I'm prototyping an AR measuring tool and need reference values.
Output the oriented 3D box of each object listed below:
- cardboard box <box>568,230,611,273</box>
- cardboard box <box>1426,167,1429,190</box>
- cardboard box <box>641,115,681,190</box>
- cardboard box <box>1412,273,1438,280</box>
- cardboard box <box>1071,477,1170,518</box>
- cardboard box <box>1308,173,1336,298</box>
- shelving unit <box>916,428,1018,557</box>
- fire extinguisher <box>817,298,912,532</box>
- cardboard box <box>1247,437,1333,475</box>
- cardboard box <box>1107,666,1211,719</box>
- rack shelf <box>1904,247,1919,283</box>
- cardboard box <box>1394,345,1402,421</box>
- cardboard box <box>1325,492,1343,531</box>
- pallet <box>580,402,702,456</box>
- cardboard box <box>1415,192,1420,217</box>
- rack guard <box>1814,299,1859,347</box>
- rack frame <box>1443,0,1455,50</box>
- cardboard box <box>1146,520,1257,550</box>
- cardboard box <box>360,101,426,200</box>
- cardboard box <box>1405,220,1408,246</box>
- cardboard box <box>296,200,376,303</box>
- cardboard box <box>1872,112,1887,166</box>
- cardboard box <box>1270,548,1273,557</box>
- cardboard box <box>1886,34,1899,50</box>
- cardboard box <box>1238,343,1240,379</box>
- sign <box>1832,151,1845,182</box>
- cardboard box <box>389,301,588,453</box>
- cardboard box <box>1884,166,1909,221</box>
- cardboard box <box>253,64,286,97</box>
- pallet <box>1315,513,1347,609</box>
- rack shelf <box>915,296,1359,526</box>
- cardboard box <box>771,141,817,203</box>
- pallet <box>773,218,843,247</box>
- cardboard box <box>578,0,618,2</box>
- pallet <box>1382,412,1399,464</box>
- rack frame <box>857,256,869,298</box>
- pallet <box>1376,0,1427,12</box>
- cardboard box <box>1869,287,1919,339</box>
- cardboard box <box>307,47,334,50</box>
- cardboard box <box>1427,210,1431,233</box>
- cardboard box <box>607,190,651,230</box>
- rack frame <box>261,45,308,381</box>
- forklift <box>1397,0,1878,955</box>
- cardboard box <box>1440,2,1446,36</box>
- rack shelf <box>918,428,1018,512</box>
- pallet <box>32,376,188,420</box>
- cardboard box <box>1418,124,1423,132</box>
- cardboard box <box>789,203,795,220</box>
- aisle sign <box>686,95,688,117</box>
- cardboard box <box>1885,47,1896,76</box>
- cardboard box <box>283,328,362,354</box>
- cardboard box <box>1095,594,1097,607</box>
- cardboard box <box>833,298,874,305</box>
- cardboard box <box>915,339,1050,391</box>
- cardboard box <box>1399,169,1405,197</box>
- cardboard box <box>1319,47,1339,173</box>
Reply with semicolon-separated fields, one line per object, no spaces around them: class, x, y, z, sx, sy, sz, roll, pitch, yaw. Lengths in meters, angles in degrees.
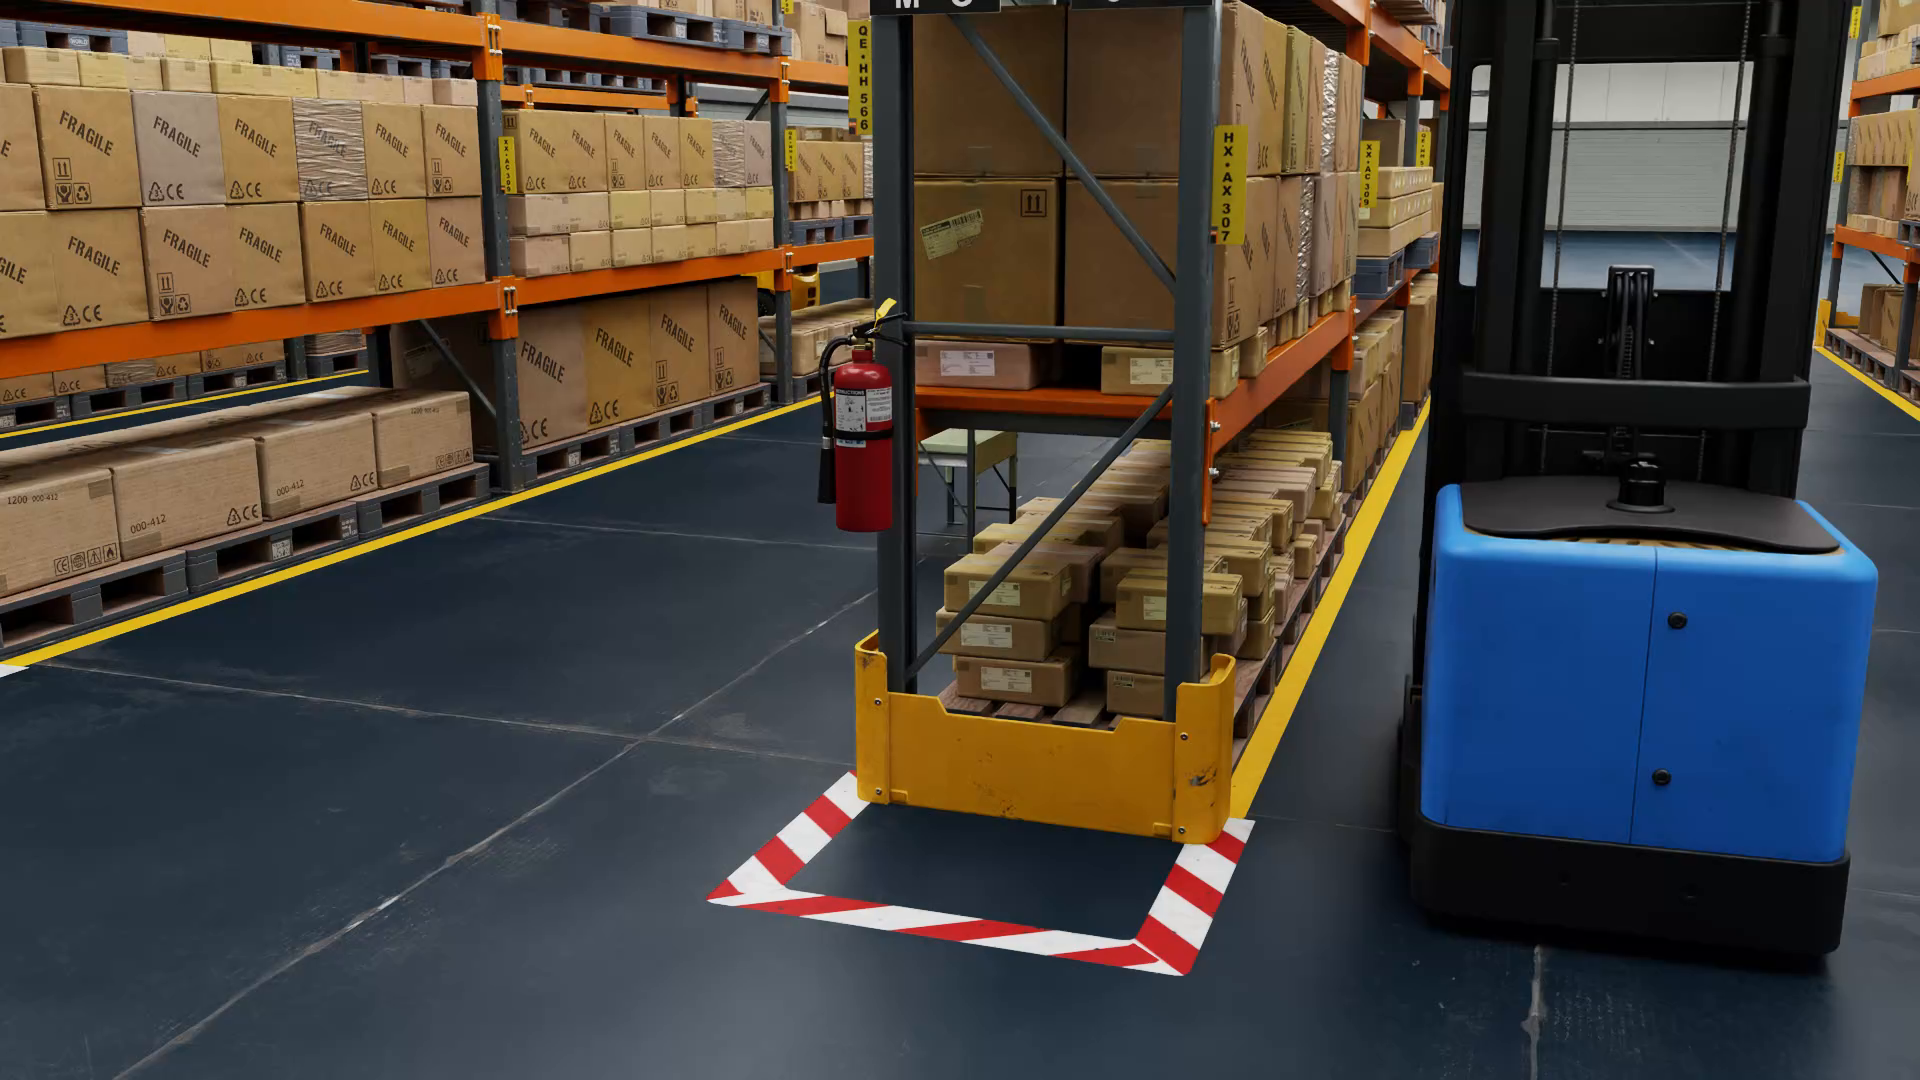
cardboard box;-2.630;-1.894;10.881;0.500;0.250;0.500;4;13;17
cardboard box;2.930;-2.419;11.131;0.380;0.149;0.250;5;14;20
cardboard box;-2.309;-2.716;11.676;0.500;0.500;0.500;4;13;17
cardboard box;4.001;-2.104;15.578;1.050;0.750;0.750;4;14;18
cardboard box;0.691;-0.169;7.114;0.380;0.149;0.250;4;14;19
cardboard box;1.308;-1.307;7.079;0.500;0.500;0.500;4;14;18
shelving unit;0.002;-0.733;8.827;0.431;1.500;0.755;4;14;18
fire extinguisher;-0.284;-0.368;4.869;0.296;0.674;0.183;4;14;18
cardboard box;1.615;-0.404;8.141;0.380;0.149;0.250;5;14;19
cardboard box;0.707;0.491;5.559;0.380;0.149;0.250;5;14;20
rack shelf;8.130;-1.983;12.553;1.077;0.370;4.000;4;14;18
cardboard box;2.857;-1.120;11.827;0.500;0.500;0.500;4;14;18
cardboard box;1.724;-0.157;8.397;0.380;0.149;0.250;5;14;19
pallet;-2.617;-0.850;12.239;1.003;0.211;1.213;4;14;18
cardboard box;2.678;-2.110;10.444;0.380;0.149;0.250;5;14;20
rack guard;10.047;-2.363;18.216;1.175;0.500;0.348;4;14;18
rack frame;4.117;-6.058;15.308;1.000;3.000;0.127;4;14;18
cardboard box;0.905;0.034;6.225;0.380;0.149;0.250;4;13;16
cardboard box;-3.251;-2.095;8.954;0.500;0.500;0.500;4;13;18
cardboard box;2.424;-1.799;9.748;0.380;0.149;0.250;4;13;16
cardboard box;-3.406;-1.501;8.600;0.500;0.500;0.500;4;13;18
cardboard box;9.151;-3.866;16.047;0.500;0.500;0.500;4;14;18
cardboard box;1.111;0.005;7.021;0.380;0.149;0.250;5;14;21
cardboard box;9.311;-4.868;16.276;0.380;0.149;0.250;4;13;16
cardboard box;0.692;-0.586;5.377;0.380;0.149;0.250;5;14;20
sign;9.558;-4.058;18.082;0.100;0.325;0.005;4;14;18
cardboard box;-3.063;-1.089;10.851;0.875;0.875;0.875;5;14;20
cardboard box;9.243;-3.254;15.612;0.875;0.500;0.500;4;14;18
cardboard box;-3.525;-2.231;8.094;0.380;0.149;0.250;4;14;18
pallet;1.345;0.054;8.275;1.003;0.211;1.213;4;14;18
rack shelf;0.881;-0.677;6.831;1.077;0.370;4.000;4;14;18
cardboard box;-1.529;-3.103;14.005;0.500;0.500;0.500;4;13;17
pallet;-1.764;-2.691;14.466;1.213;0.211;1.003;4;14;18
cardboard box;-2.447;-3.579;10.766;0.380;0.166;0.250;3;13;15
pallet;2.568;-0.767;11.876;1.003;0.211;1.213;4;14;18
rack frame;-0.600;-3.469;17.444;1.000;3.000;0.127;4;14;18
pallet;1.829;-2.942;8.819;1.213;0.211;1.003;4;14;18
cardboard box;9.693;-2.325;17.106;0.500;0.500;0.500;9;15;33
cardboard box;-6.058;-4.996;16.002;0.700;0.500;0.500;4;13;17
cardboard box;3.098;-2.237;11.667;0.380;0.149;0.250;5;14;19
cardboard box;-2.448;-2.243;11.289;0.500;0.250;0.500;5;14;19
rack frame;-6.592;-2.983;15.316;1.000;3.000;0.127;4;14;18
forklift;2.090;-0.676;5.363;1.130;2.935;3.031;3;13;15
cardboard box;3.926;-4.500;14.392;0.500;0.250;0.500;4;14;18
rack shelf;0.002;-0.415;8.900;0.431;0.370;0.720;4;14;18
pallet;-7.265;-1.213;13.828;1.003;0.211;1.213;4;14;18
cardboard box;3.633;-3.350;14.452;0.700;0.500;0.500;4;14;19
cardboard box;-1.613;-2.764;13.976;0.380;0.149;0.250;4;13;15
aisle sign;-3.704;-5.927;22.375;0.394;0.787;0.004;4;14;18
cardboard box;9.182;-4.581;15.912;0.500;0.250;0.500;5;14;20
cardboard box;-6.377;-2.160;16.105;0.875;0.625;0.625;5;14;20
cardboard box;0.301;0.192;6.200;0.380;0.149;0.250;4;13;16
cardboard box;-0.767;-2.282;17.205;0.950;0.372;0.625;5;14;19
cardboard box;0.072;-0.573;5.324;0.380;0.149;0.250;4;14;18
cardboard box;2.261;-1.984;9.224;0.380;0.149;0.250;4;14;19
cardboard box;1.291;-1.796;6.975;0.500;0.500;0.500;5;14;20
